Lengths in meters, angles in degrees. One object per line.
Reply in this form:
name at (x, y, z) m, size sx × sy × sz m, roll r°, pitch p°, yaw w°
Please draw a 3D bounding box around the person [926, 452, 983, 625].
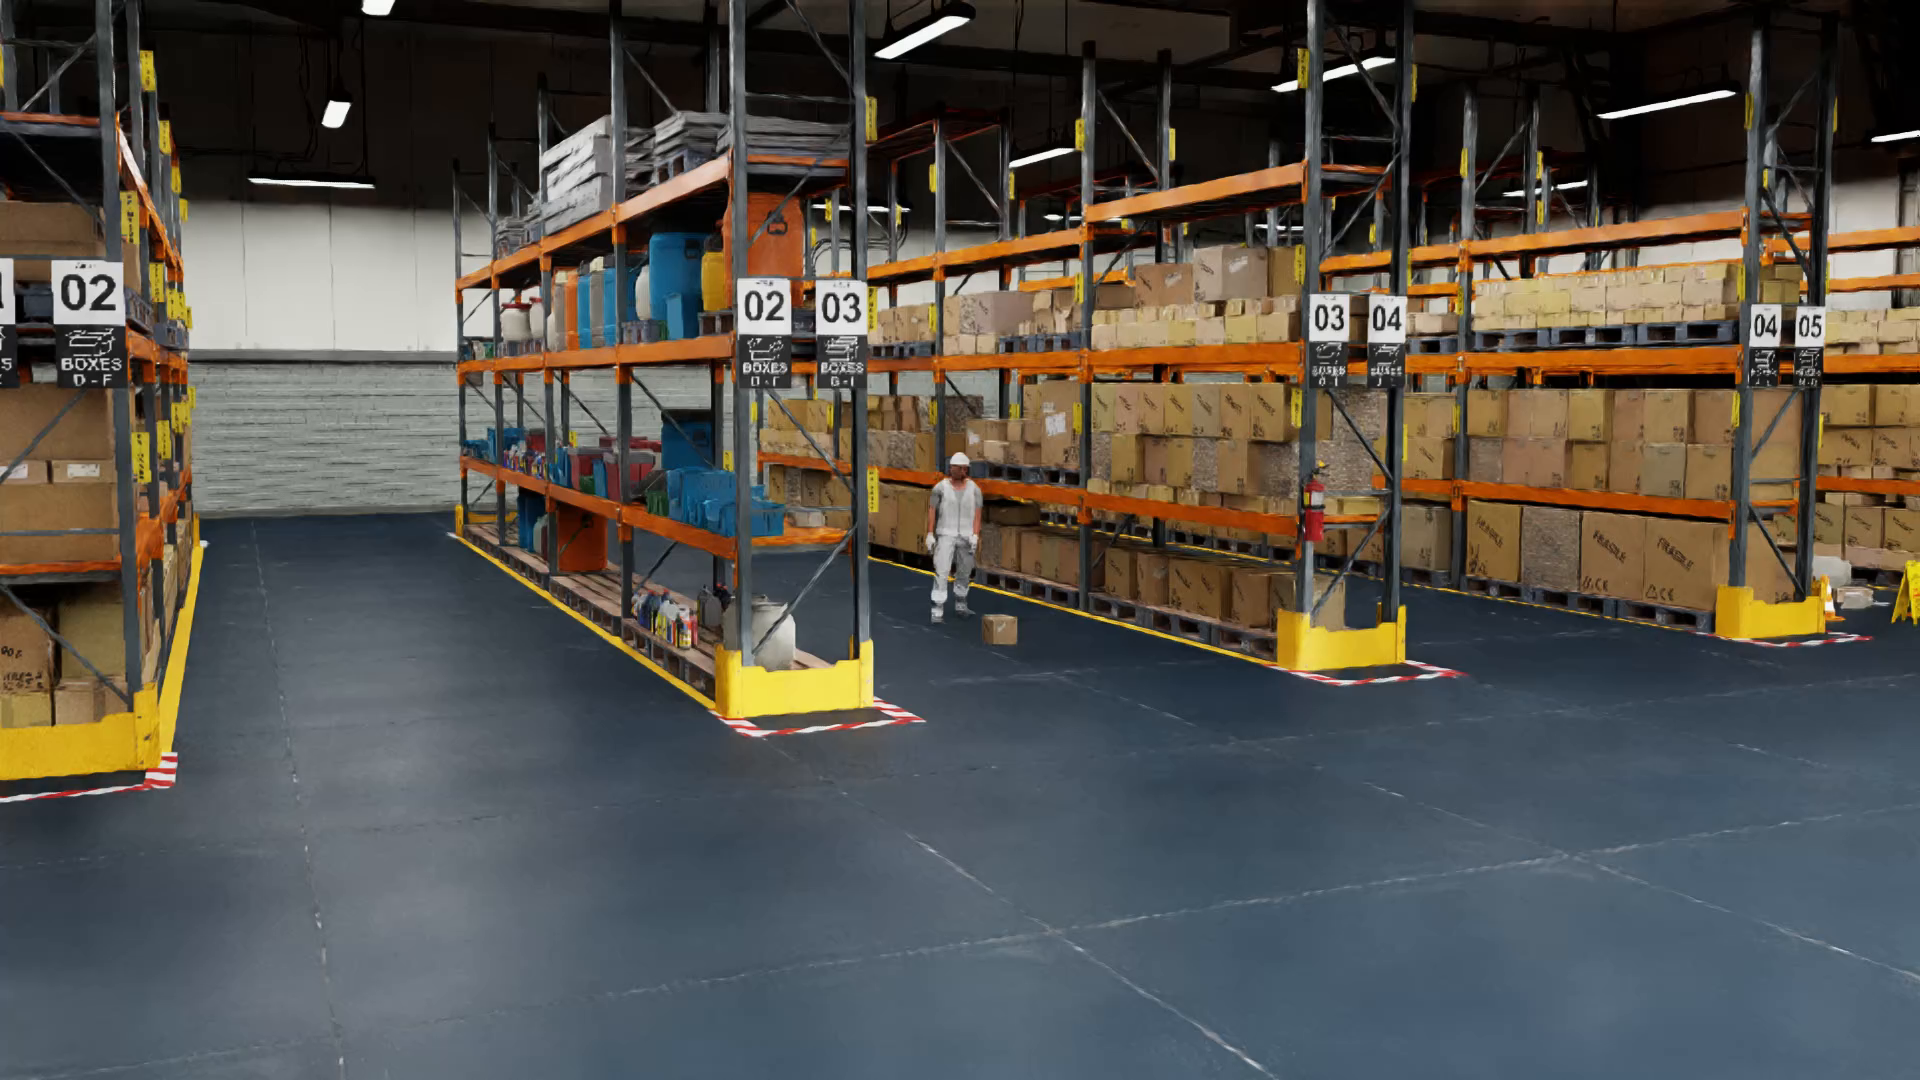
person at (-0.065, -0.024, 16.996) m, size 0.611 × 1.755 × 0.805 m, roll -1°, pitch 5°, yaw -15°
